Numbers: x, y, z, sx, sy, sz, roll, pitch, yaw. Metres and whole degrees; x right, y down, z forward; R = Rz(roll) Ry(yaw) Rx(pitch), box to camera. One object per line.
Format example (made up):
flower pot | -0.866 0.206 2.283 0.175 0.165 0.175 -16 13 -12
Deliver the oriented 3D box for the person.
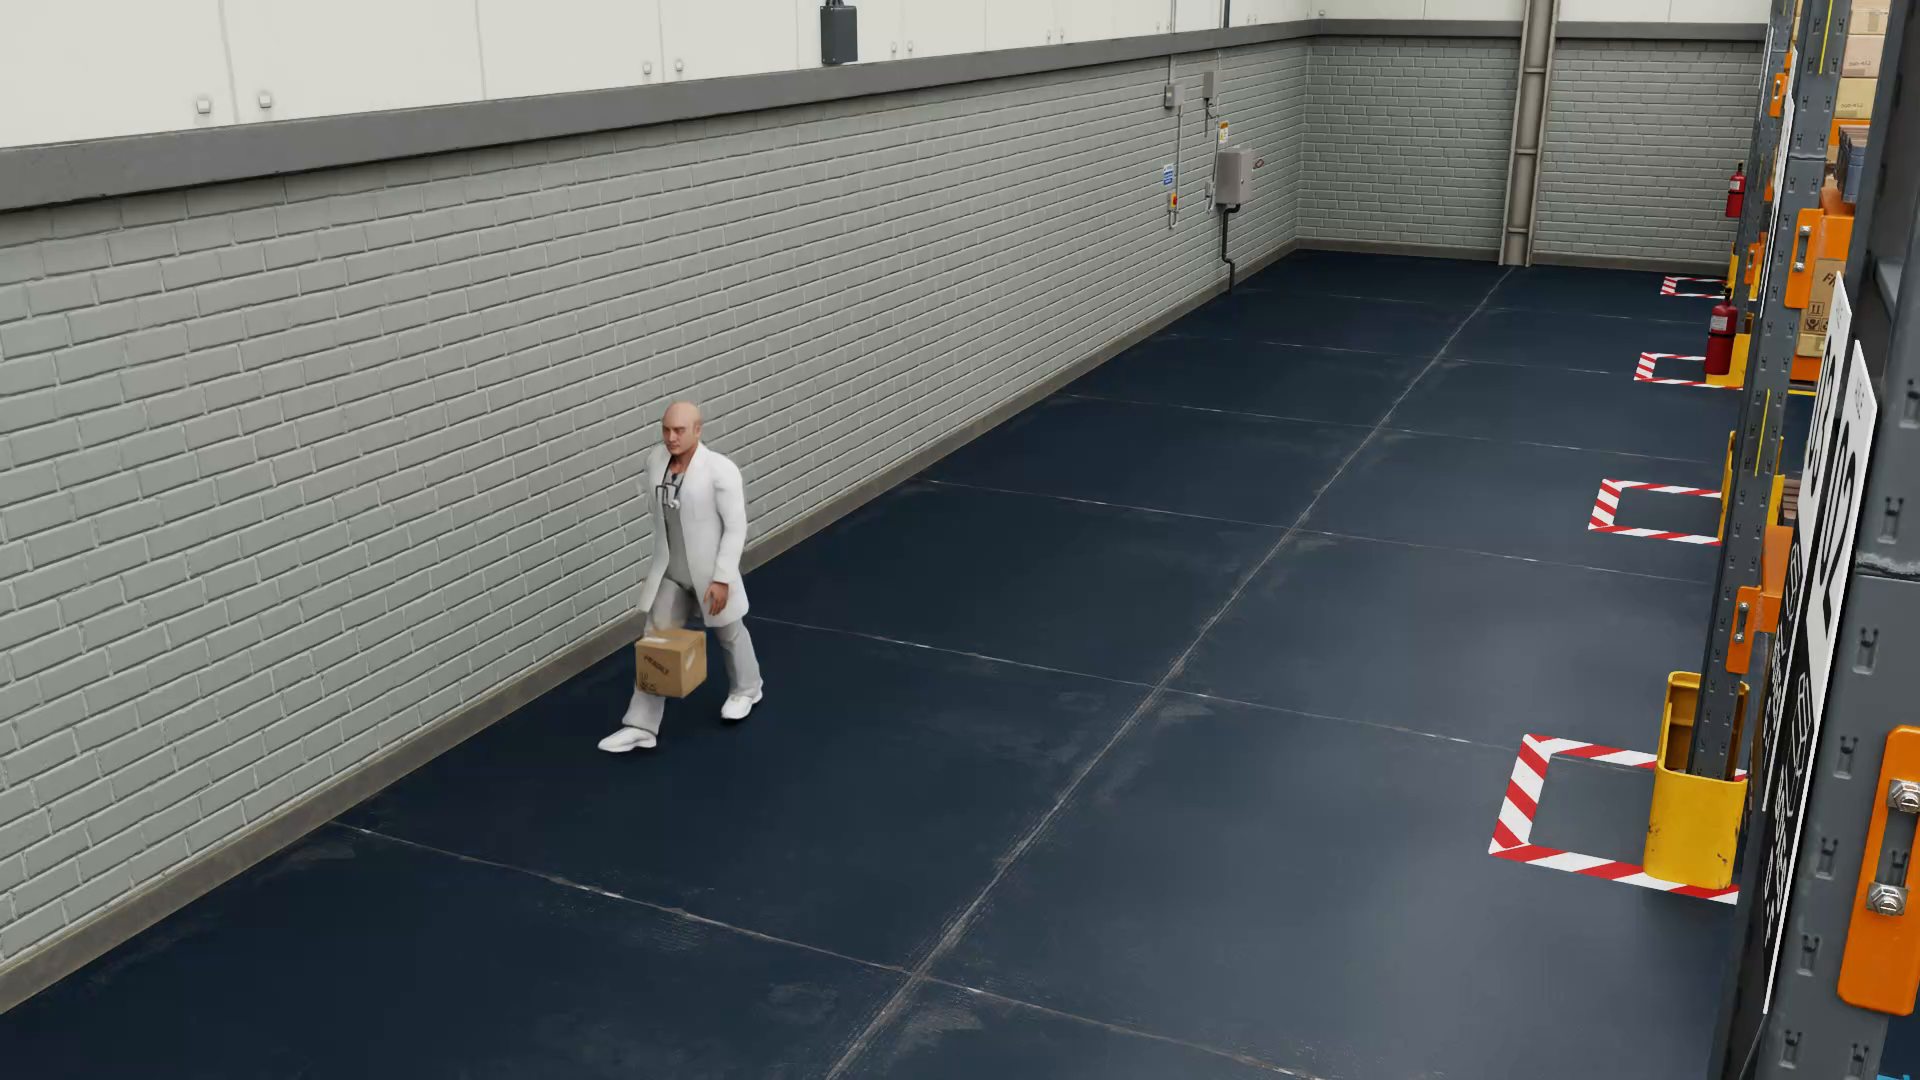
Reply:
person | -1.323 0.170 8.087 0.591 1.723 1.101 8 20 22
